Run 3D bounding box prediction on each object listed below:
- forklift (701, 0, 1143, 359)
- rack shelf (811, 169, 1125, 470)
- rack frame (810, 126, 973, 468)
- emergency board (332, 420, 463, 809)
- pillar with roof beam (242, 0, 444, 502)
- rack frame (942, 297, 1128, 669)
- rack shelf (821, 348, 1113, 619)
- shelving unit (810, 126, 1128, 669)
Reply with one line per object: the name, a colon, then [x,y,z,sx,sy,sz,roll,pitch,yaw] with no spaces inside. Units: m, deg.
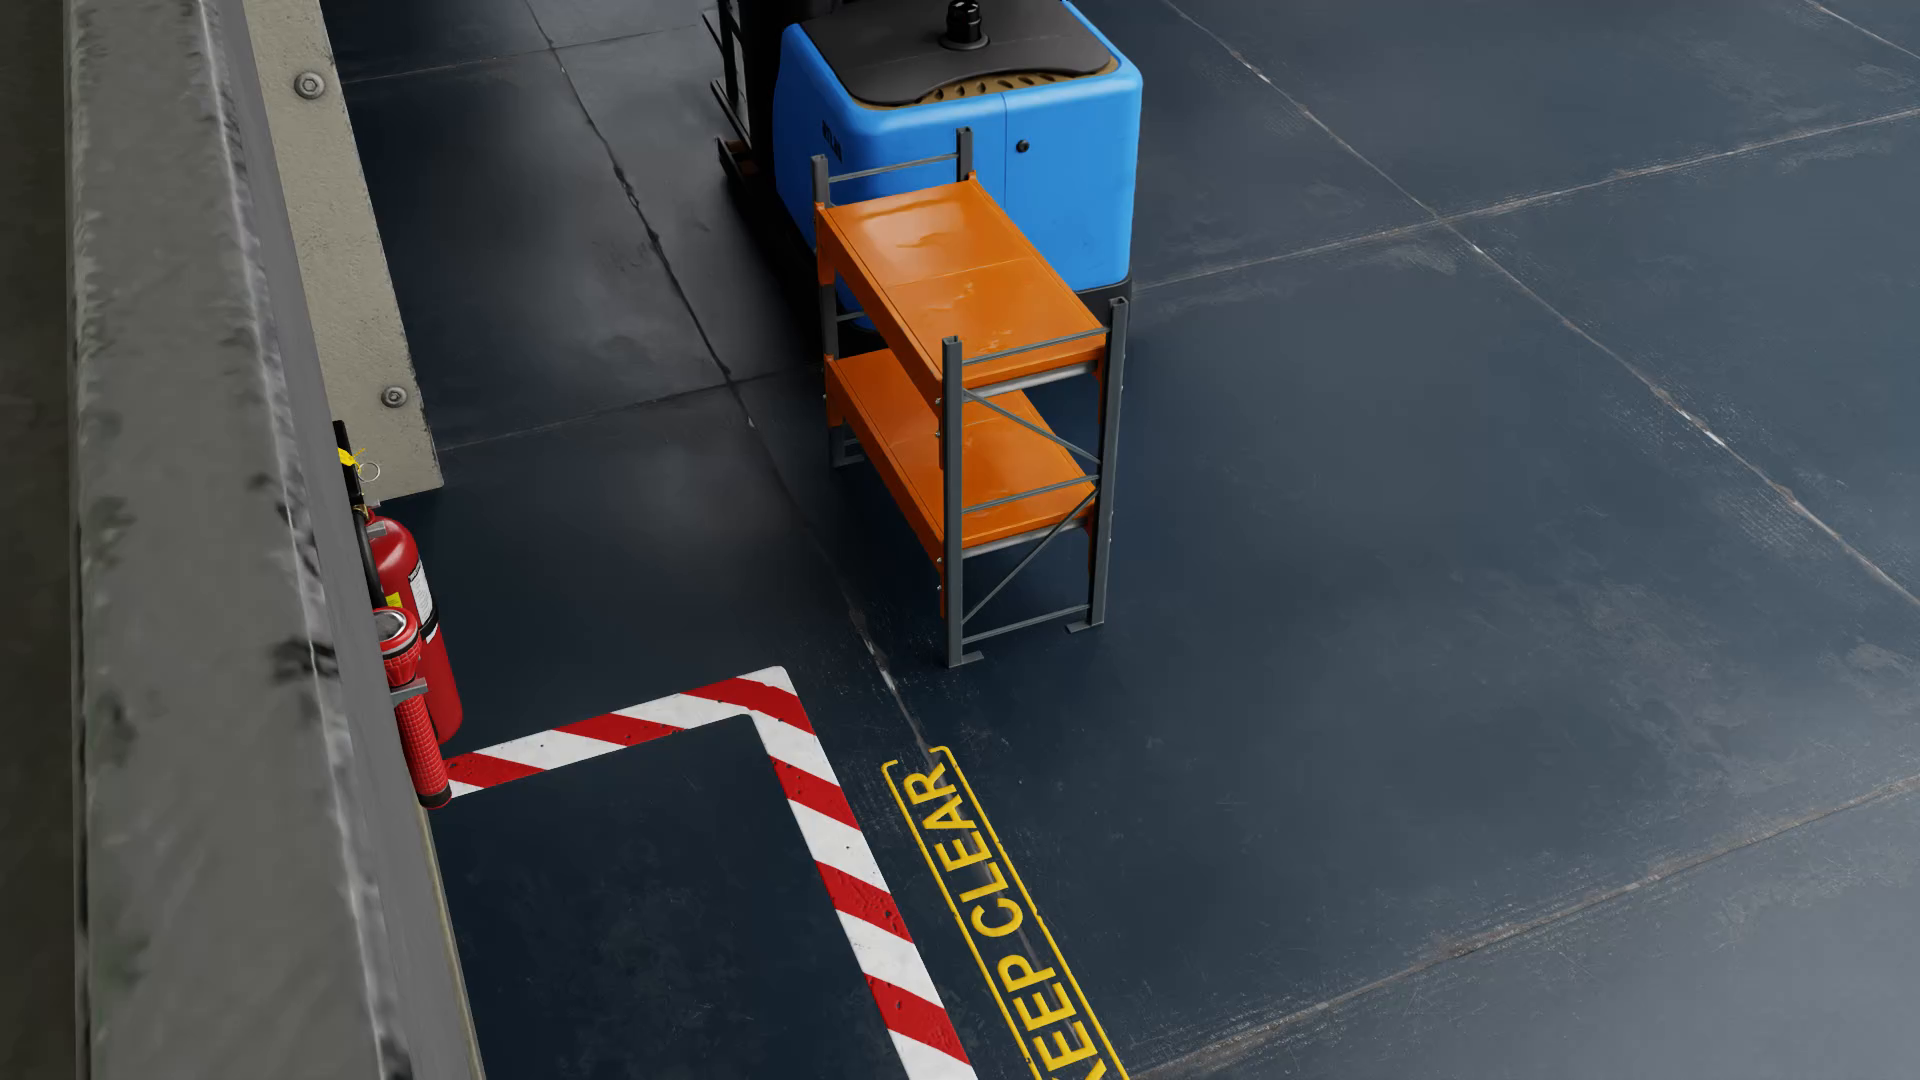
forklift: [-0.373,-2.595,6.020,1.130,2.935,3.031,-13,42,-15]
rack shelf: [-0.003,-0.652,4.697,0.538,0.278,1.000,-15,43,-17]
rack frame: [-0.197,-0.737,5.244,0.500,1.125,0.032,-15,43,-17]
emergency board: [-1.000,0.102,2.831,0.194,1.169,0.643,-15,43,-17]
pillar with roof beam: [2.067,-4.745,3.866,9.100,9.000,0.400,-15,43,-17]
rack frame: [0.192,-0.124,4.532,0.500,1.125,0.032,-15,43,-17]
rack shelf: [-0.003,-0.245,5.047,0.538,0.278,1.000,-15,43,-17]
shelving unit: [-0.003,-0.431,4.888,0.538,1.125,1.048,-15,43,-17]
